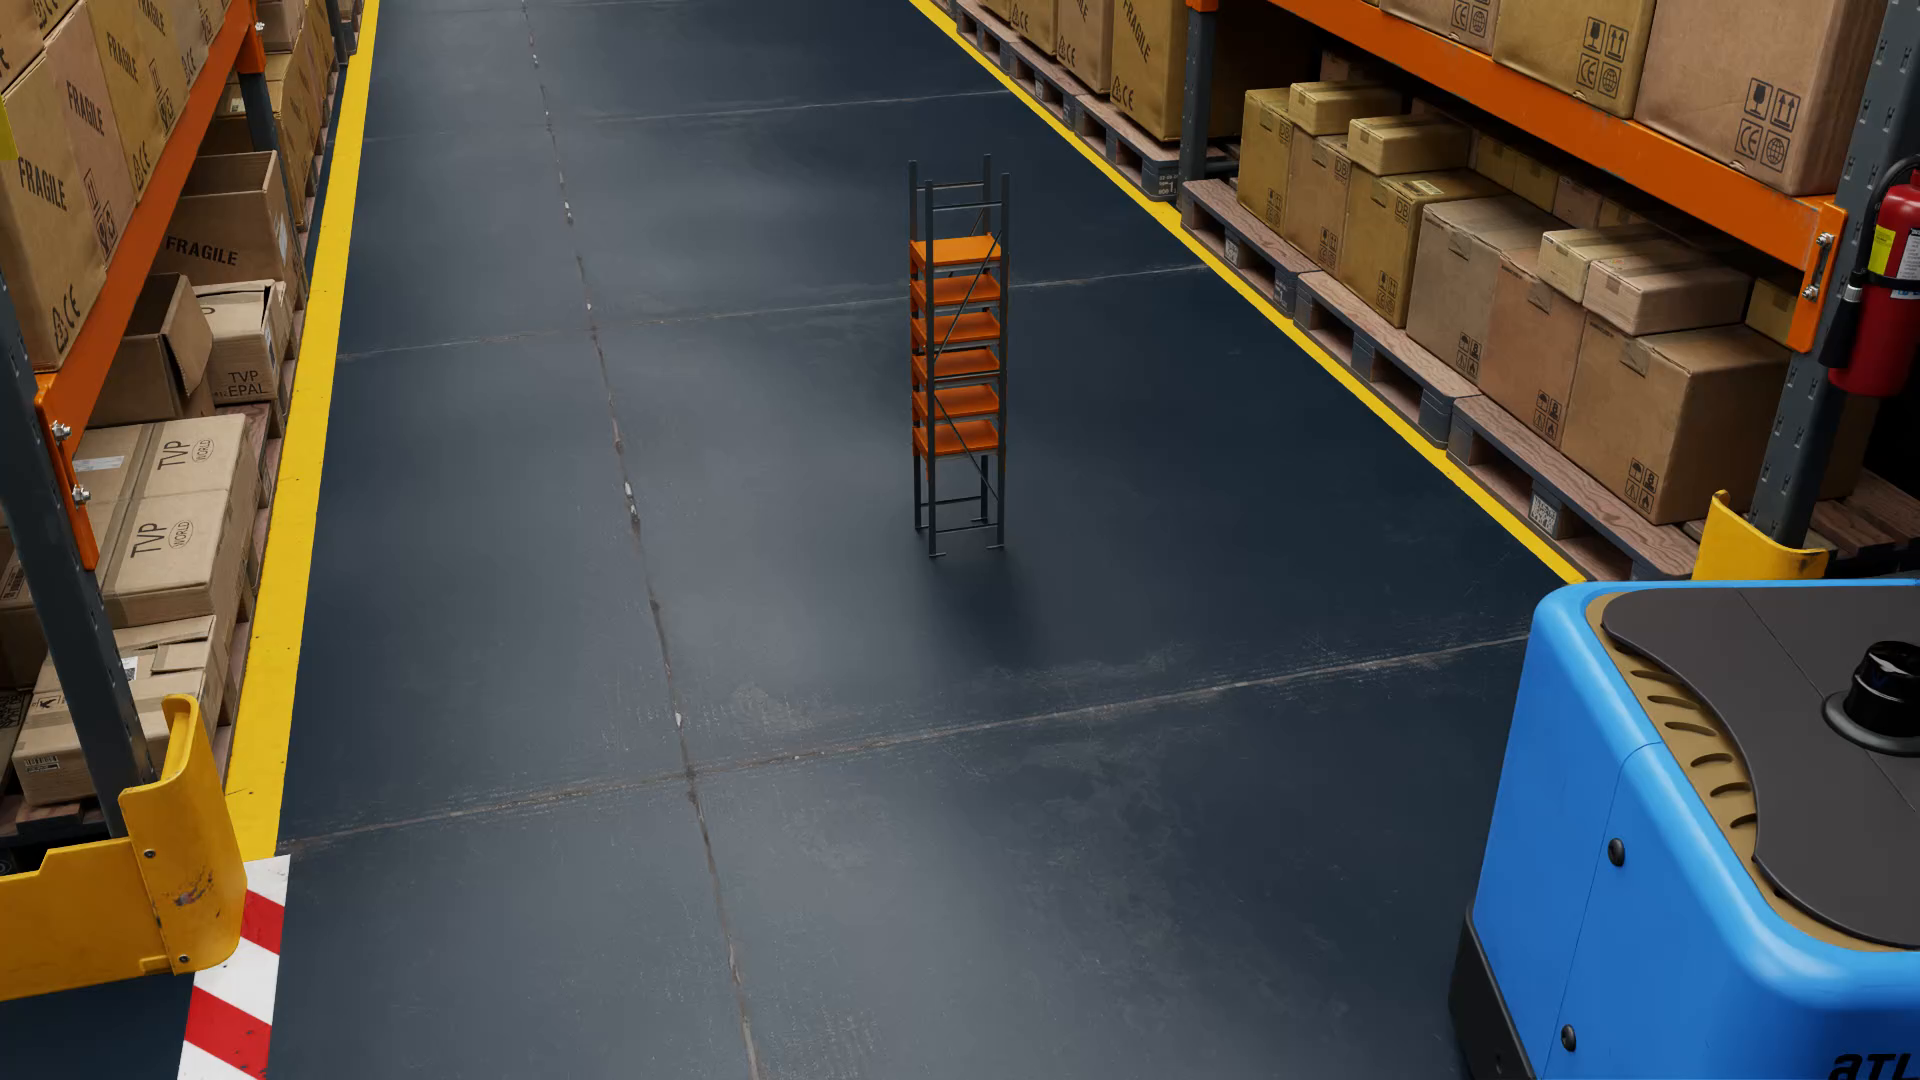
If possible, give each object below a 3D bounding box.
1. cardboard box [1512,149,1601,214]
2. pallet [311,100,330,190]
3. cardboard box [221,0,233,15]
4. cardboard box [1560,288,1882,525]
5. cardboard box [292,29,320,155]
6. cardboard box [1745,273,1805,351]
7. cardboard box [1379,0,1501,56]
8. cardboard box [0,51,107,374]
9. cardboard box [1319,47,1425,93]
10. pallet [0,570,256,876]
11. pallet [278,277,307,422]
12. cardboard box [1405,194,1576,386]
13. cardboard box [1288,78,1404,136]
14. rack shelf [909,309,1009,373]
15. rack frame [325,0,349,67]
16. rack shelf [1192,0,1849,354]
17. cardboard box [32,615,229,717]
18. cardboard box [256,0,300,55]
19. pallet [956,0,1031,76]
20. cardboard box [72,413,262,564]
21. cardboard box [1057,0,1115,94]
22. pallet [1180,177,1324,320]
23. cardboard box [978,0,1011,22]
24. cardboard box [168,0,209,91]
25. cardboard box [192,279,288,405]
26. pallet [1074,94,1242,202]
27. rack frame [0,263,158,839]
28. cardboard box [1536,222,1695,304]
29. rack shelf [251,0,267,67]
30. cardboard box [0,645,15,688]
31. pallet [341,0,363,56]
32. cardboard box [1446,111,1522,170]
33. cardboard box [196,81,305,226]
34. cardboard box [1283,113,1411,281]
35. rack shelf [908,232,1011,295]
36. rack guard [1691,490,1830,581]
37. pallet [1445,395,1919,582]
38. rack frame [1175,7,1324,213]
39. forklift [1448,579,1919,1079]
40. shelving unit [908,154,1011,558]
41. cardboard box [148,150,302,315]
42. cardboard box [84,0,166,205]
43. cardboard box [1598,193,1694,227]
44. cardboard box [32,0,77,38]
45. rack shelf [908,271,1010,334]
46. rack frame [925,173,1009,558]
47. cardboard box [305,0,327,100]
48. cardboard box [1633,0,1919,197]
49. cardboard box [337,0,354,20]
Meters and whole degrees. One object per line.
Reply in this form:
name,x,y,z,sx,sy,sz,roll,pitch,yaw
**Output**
cardboard box,2.203,-1.282,5.898,0.380,0.149,0.250,-8,31,-13
pallet,-3.819,-2.040,8.565,1.003,0.211,1.213,-8,31,-13
cardboard box,-2.859,-2.105,5.793,0.500,0.500,0.500,-7,31,-12
cardboard box,2.315,-0.422,5.062,0.700,0.500,0.500,-8,31,-13
cardboard box,-3.410,-2.142,8.013,0.500,0.500,0.500,-7,31,-13
cardboard box,2.541,-0.669,4.841,0.380,0.149,0.250,-8,31,-13
cardboard box,2.055,-2.092,5.570,0.980,0.700,0.700,-9,31,-16
cardboard box,-2.041,-0.630,3.244,0.500,0.500,0.500,-7,31,-12
cardboard box,1.789,-2.032,7.195,0.380,0.149,0.250,-8,31,-14
pallet,-2.410,0.448,4.266,1.003,0.211,1.213,-8,31,-13
pallet,-3.058,-0.730,6.302,1.003,0.211,1.213,-8,31,-13
cardboard box,2.048,-0.907,5.899,0.700,0.500,0.500,-9,31,-15
cardboard box,1.551,-1.746,6.700,0.380,0.149,0.250,-7,31,-12
rack shelf,-0.004,-0.592,4.924,0.258,0.103,0.180,-8,31,-13
rack frame,-4.301,-4.201,9.514,1.000,3.000,0.127,-8,31,-13
rack shelf,2.067,-1.652,5.829,1.077,0.370,4.000,-8,31,-13
cardboard box,-2.024,0.330,4.075,0.380,0.166,0.250,-8,31,-13
cardboard box,-3.398,-2.451,7.798,0.500,0.250,0.500,-8,31,-13
pallet,0.611,-3.264,10.678,1.003,0.211,1.213,-8,31,-13
cardboard box,-2.314,-0.121,4.770,0.500,0.250,0.500,-8,31,-13
cardboard box,0.999,-2.907,9.004,0.750,0.750,0.750,-7,31,-12
pallet,1.662,-1.345,7.363,1.003,0.211,1.213,-8,31,-13
cardboard box,0.543,-3.740,10.445,0.750,0.750,0.750,-8,31,-14
cardboard box,-2.582,-1.609,4.935,0.500,0.500,0.500,-7,31,-12
cardboard box,-2.615,-0.696,5.703,0.500,0.311,0.500,-8,31,-13
pallet,1.258,-2.085,8.642,1.003,0.211,1.213,-8,31,-13
rack frame,-2.177,-0.337,2.838,1.000,3.000,0.127,-8,31,-13
cardboard box,2.037,-0.864,5.178,0.380,0.149,0.250,-7,31,-12
rack shelf,-3.770,-2.924,8.025,1.077,0.370,4.000,-8,31,-13
cardboard box,-2.580,0.261,4.194,0.380,0.166,0.250,-8,31,-13
pallet,-4.482,-3.397,10.908,1.003,0.211,1.213,-8,31,-13
cardboard box,2.067,-1.528,6.325,0.380,0.149,0.250,-8,31,-13
cardboard box,-3.133,-1.644,7.152,0.500,0.500,0.500,-9,31,-16
cardboard box,1.766,-1.412,6.771,0.700,0.500,0.500,-8,31,-14
rack shelf,-0.004,-0.799,4.803,0.258,0.103,0.180,-8,31,-13
rack guard,2.604,0.096,4.586,1.175,0.500,0.348,-8,31,-13
pallet,2.310,-0.167,5.327,1.003,0.211,1.213,-8,31,-13
rack frame,1.536,-2.930,7.317,1.000,3.000,0.127,-8,31,-13
forklift,2.532,-0.041,2.395,3.031,2.935,1.130,-1,30,-1
shelving unit,-0.004,-0.526,4.962,0.258,1.200,0.189,-8,31,-13
cardboard box,-2.814,-1.140,6.282,0.500,0.500,0.500,-8,31,-13
cardboard box,-2.313,-1.121,4.093,0.500,0.500,0.500,-8,31,-13
cardboard box,2.340,-1.035,5.472,0.380,0.149,0.250,-8,31,-13
cardboard box,-2.187,-1.314,3.428,0.500,0.500,0.500,-8,31,-13
rack shelf,-0.004,-0.696,4.864,0.258,0.103,0.180,-8,31,-13
rack frame,0.020,-0.482,4.885,0.240,1.200,0.006,-8,31,-13
cardboard box,-3.689,-2.639,8.872,0.500,0.500,0.500,-9,31,-15
cardboard box,2.453,-1.373,4.328,0.980,0.700,0.700,-6,31,-11
cardboard box,-4.157,-3.485,10.602,0.500,0.250,0.500,-8,31,-13
